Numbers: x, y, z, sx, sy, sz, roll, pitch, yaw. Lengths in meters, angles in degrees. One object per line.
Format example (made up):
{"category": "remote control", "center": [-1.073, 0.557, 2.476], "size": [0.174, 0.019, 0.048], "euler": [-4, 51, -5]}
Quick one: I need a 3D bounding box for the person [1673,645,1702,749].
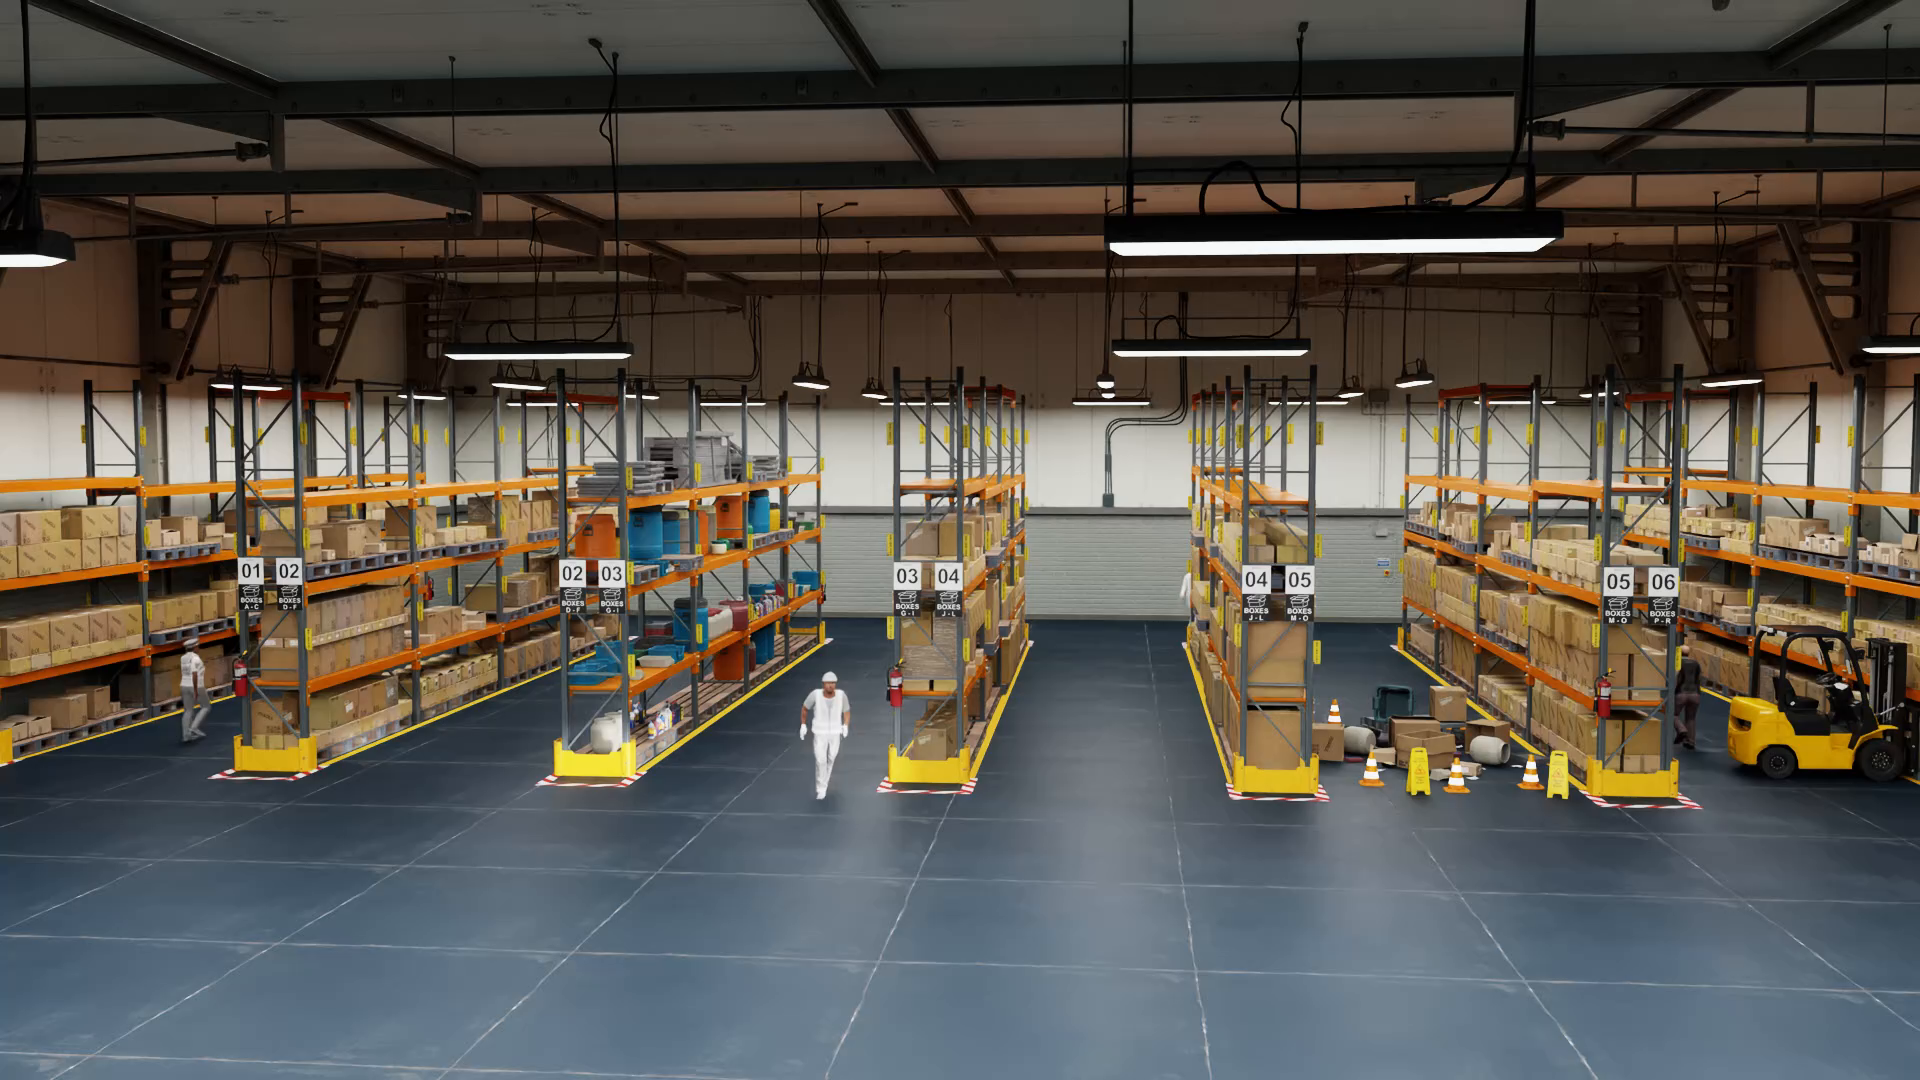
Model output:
{"category": "person", "center": [11.735, 2.527, 26.932], "size": [0.589, 1.616, 0.741], "euler": [0, 4, 6]}

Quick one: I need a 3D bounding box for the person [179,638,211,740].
{"category": "person", "center": [-12.642, 2.454, 27.404], "size": [0.497, 1.671, 0.453], "euler": [1, 4, 15]}

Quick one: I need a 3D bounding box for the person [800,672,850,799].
{"category": "person", "center": [-1.895, 2.728, 23.316], "size": [0.678, 1.798, 0.869], "euler": [-1, 4, -20]}

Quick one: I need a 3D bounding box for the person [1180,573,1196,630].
{"category": "person", "center": [6.024, 1.461, 42.866], "size": [0.597, 1.721, 1.202], "euler": [2, 4, 34]}
